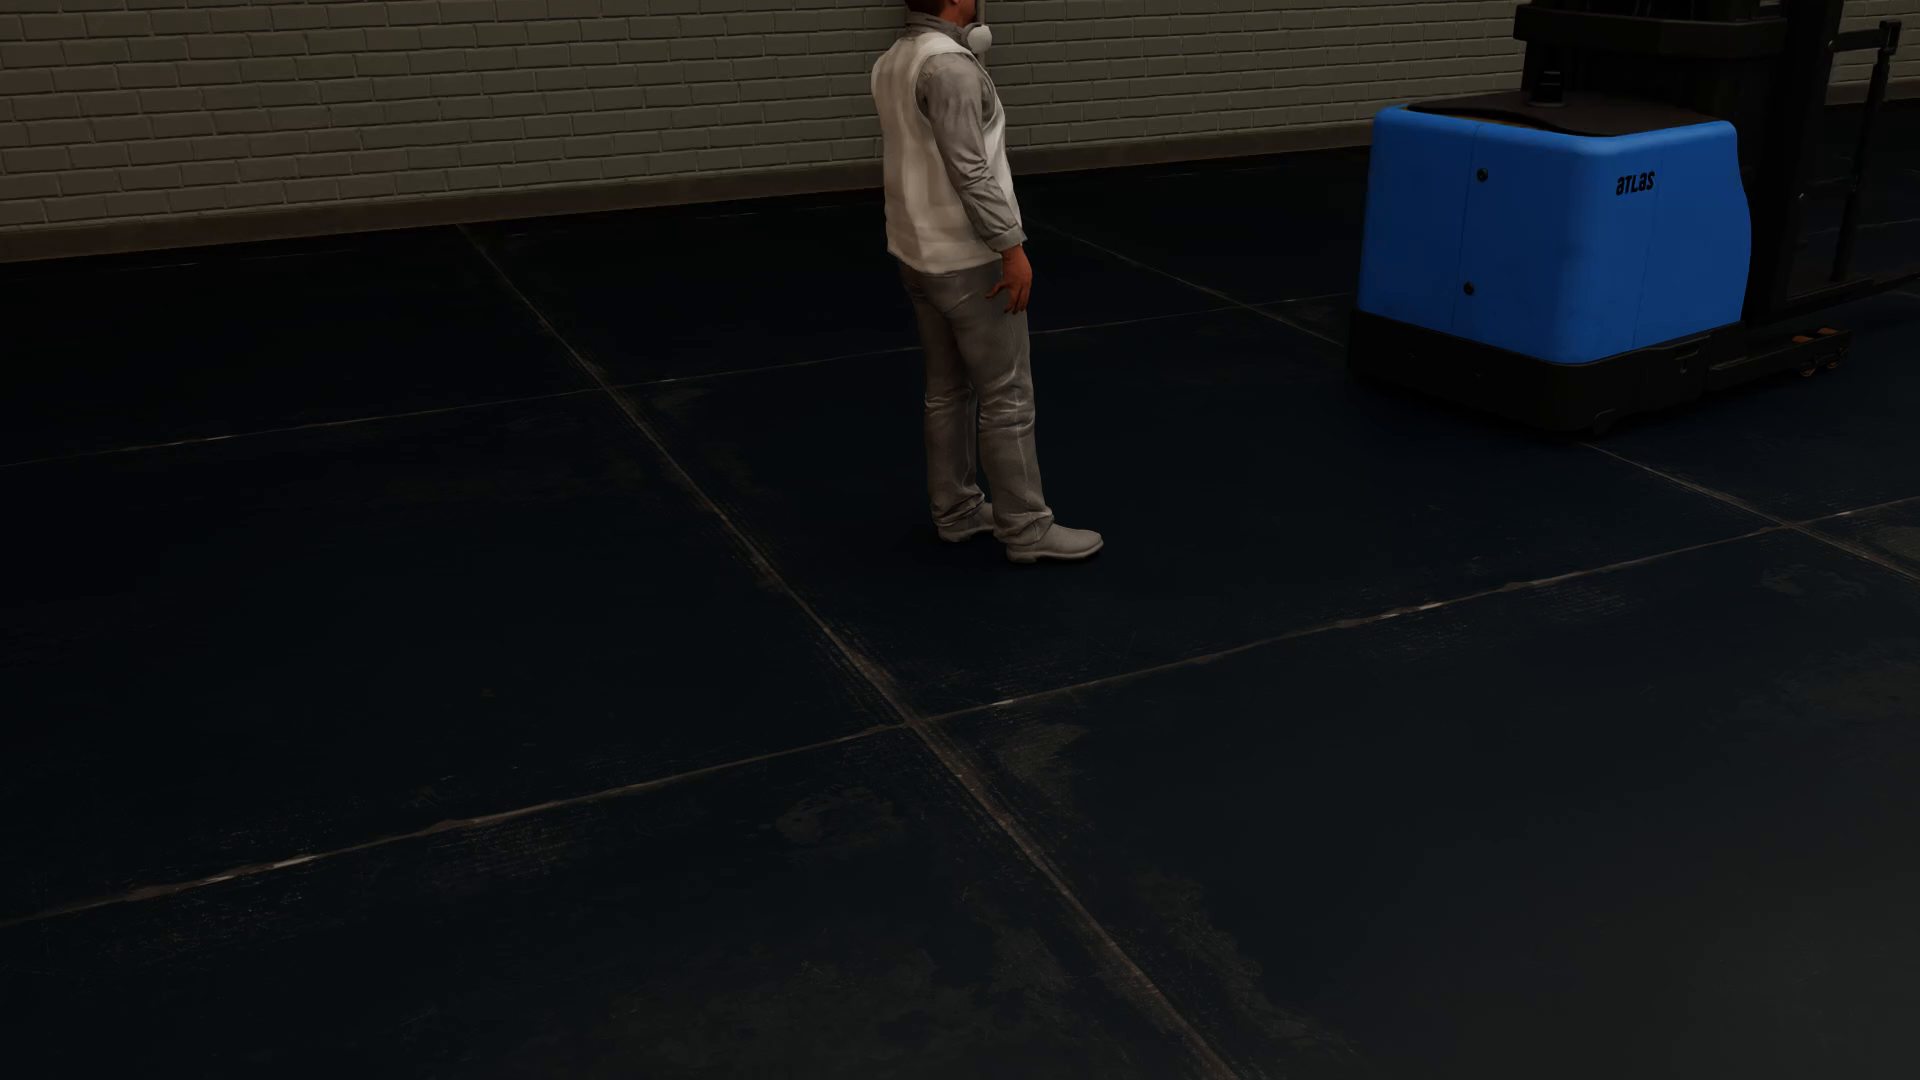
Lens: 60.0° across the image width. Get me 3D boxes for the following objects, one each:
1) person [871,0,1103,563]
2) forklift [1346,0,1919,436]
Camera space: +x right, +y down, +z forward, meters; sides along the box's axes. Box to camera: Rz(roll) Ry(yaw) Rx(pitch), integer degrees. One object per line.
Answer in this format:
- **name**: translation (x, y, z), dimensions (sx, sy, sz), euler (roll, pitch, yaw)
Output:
- **person**: translation (0.060, -0.834, 4.782), dimensions (0.566, 1.775, 0.634), euler (-10, 25, -23)
- **forklift**: translation (3.019, -2.155, 6.474), dimensions (3.031, 2.935, 1.130), euler (-16, 27, -33)
